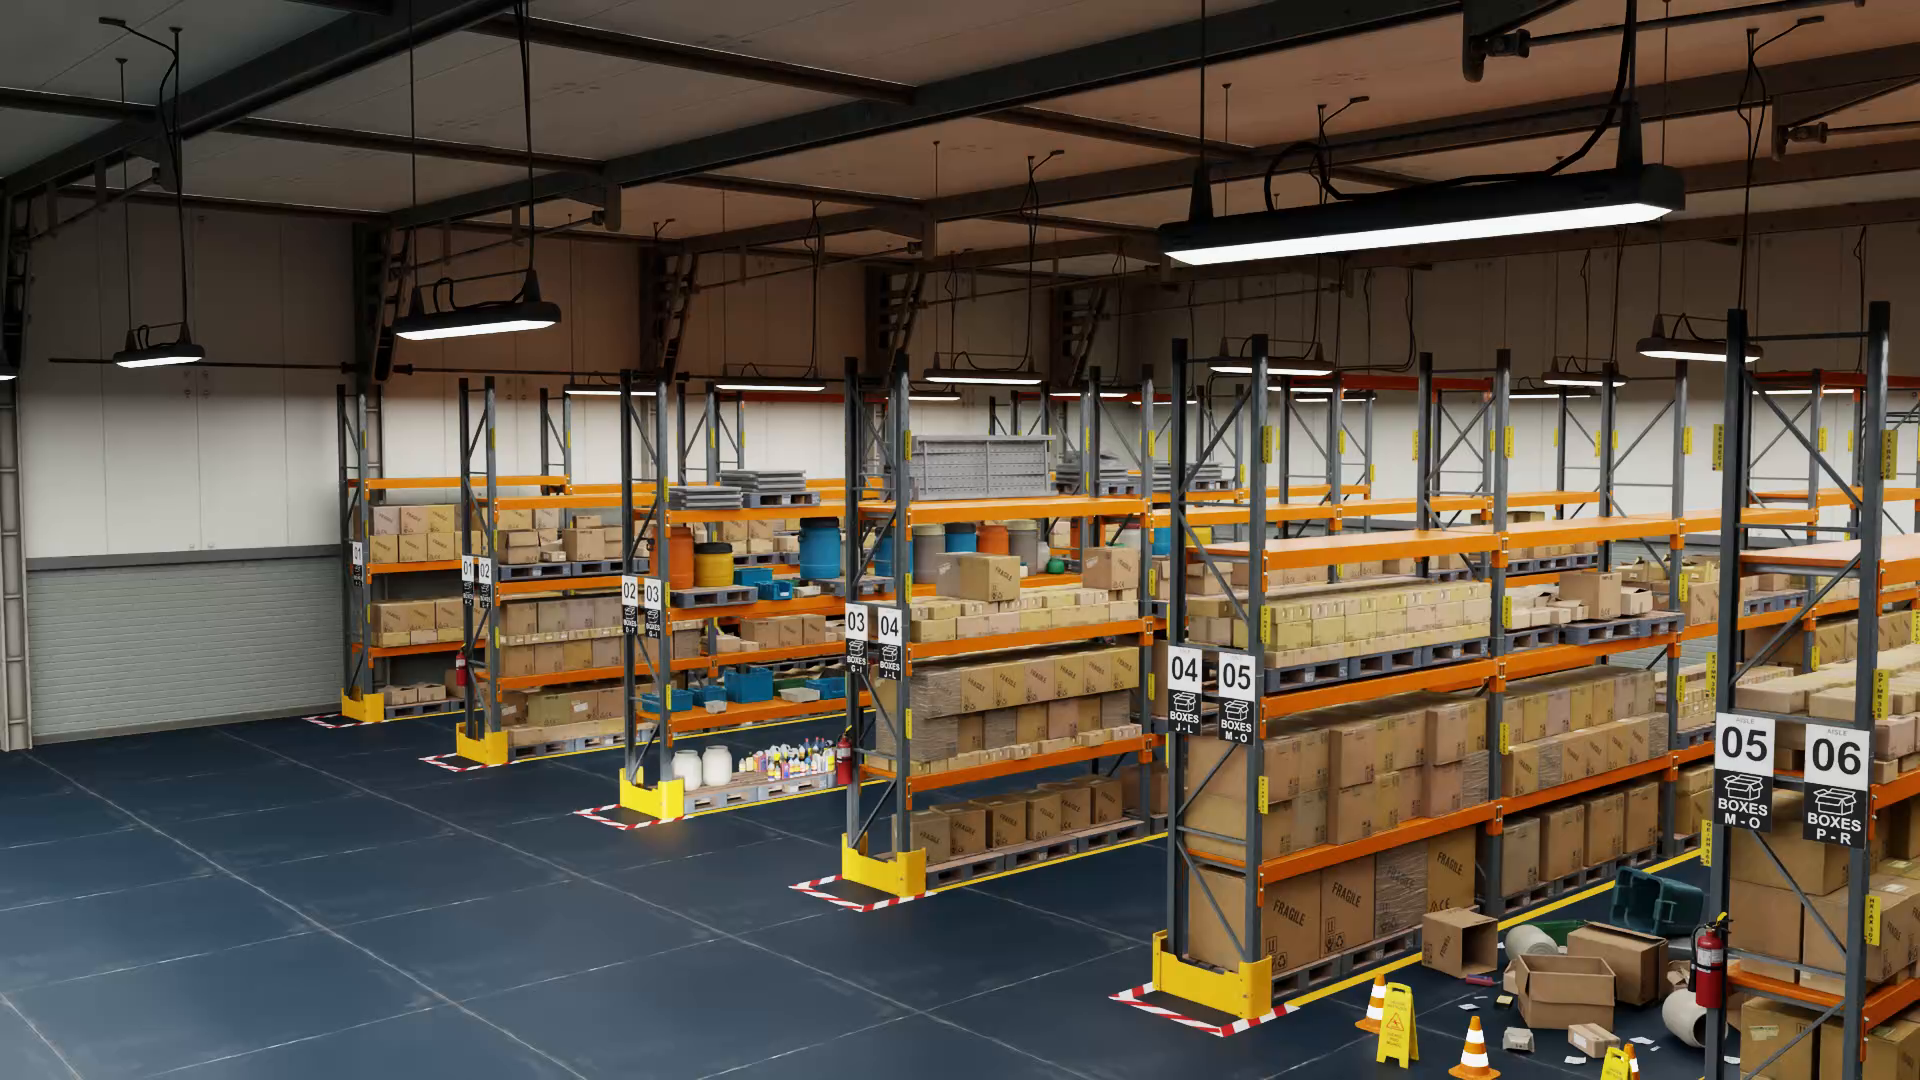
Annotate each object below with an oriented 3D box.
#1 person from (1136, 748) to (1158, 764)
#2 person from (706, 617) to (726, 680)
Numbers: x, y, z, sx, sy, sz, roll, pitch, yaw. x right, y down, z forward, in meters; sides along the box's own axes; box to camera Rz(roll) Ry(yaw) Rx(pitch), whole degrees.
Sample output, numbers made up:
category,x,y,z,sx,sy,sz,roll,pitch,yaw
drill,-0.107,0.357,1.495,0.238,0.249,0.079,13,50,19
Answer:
category,x,y,z,sx,sy,sz,roll,pitch,yaw
person,2.705,2.725,24.092,0.430,1.726,0.626,2,4,30
person,-4.692,2.192,31.715,0.603,1.756,0.579,-1,4,-12
